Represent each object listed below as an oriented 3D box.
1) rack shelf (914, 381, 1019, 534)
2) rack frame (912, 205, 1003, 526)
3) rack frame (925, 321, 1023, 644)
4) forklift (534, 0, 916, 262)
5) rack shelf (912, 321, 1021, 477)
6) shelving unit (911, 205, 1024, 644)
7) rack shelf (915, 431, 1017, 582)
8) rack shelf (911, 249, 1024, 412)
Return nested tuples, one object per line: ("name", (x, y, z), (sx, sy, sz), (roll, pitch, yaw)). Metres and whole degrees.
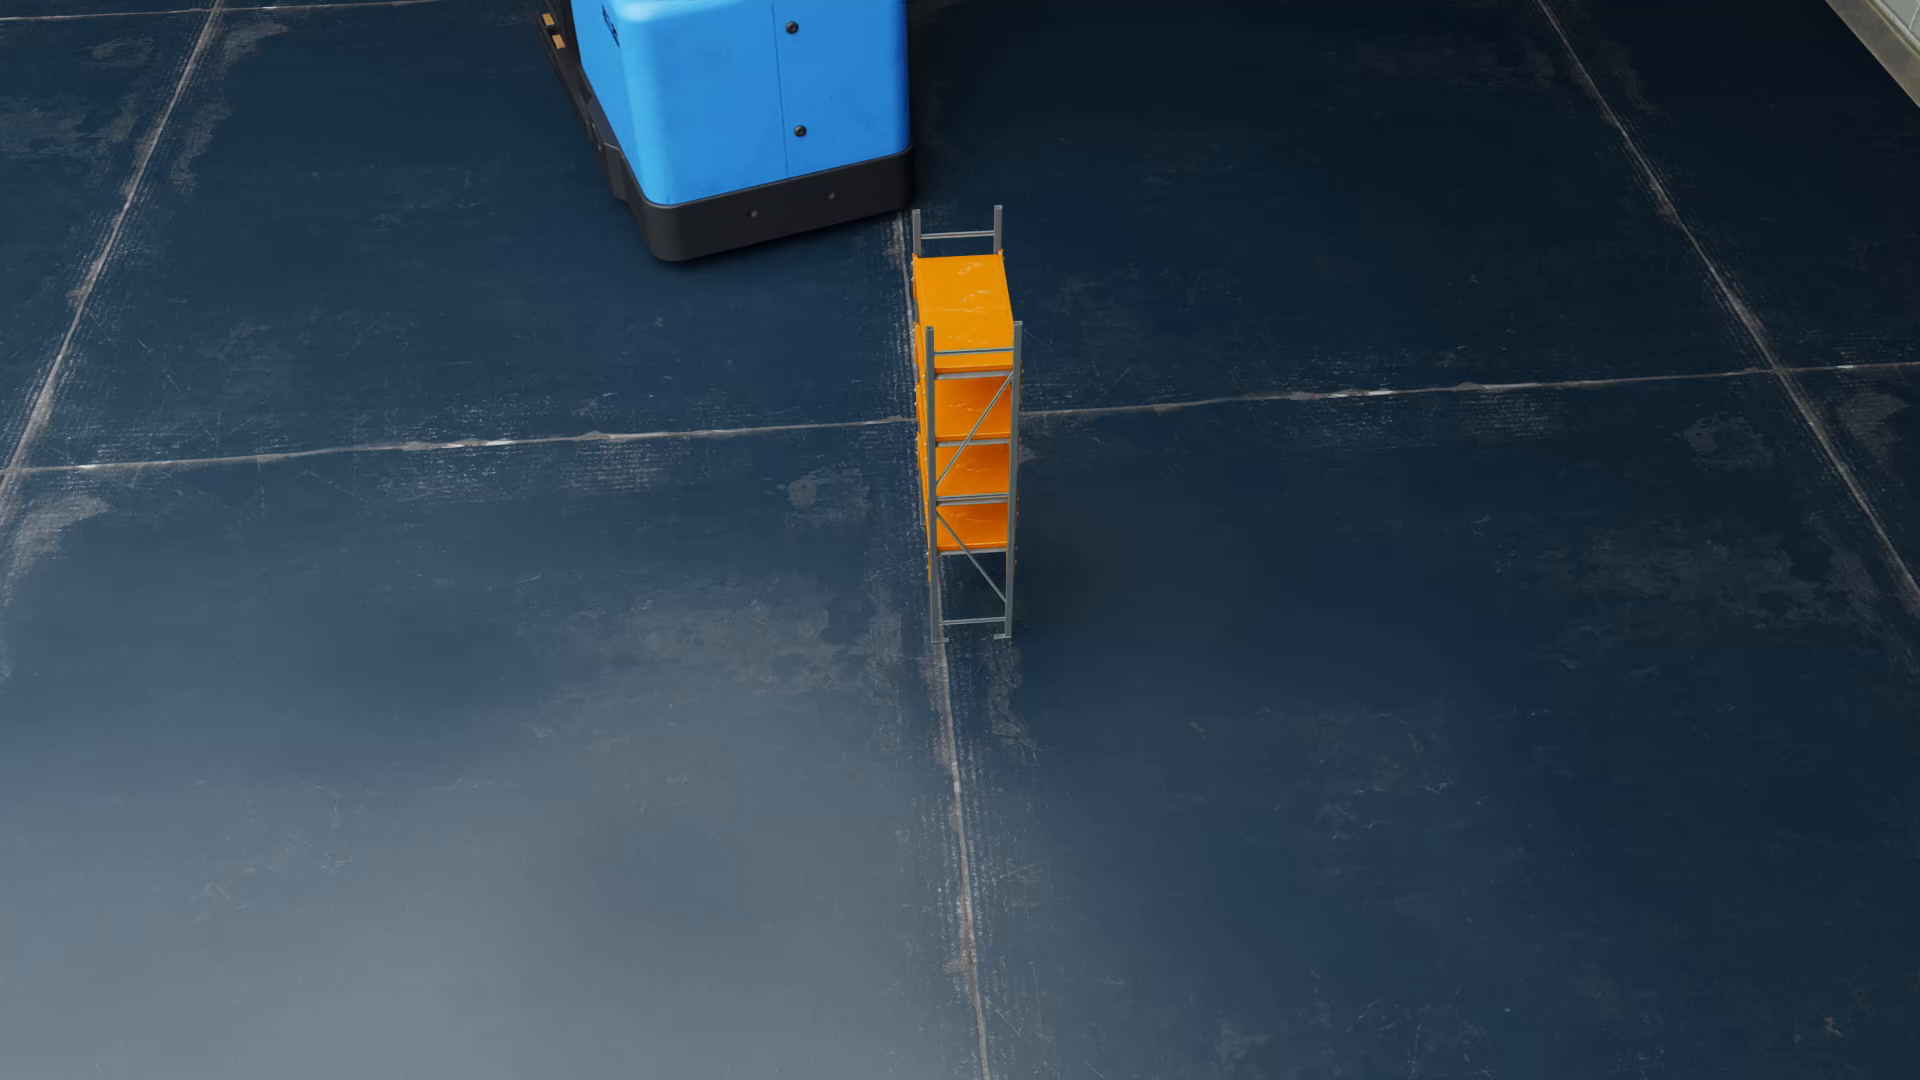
("rack shelf", (0.014, -0.247, 4.750), (0.258, 0.148, 0.480), (-3, 47, -3))
("rack frame", (-0.007, -0.469, 4.868), (0.240, 1.200, 0.015), (-3, 47, -3))
("rack frame", (0.034, -0.116, 4.534), (0.240, 1.200, 0.015), (-3, 47, -3))
("forklift", (-1.200, -3.120, 6.186), (1.130, 2.935, 3.031), (-17, 49, -15))
("rack shelf", (0.014, -0.400, 4.587), (0.258, 0.148, 0.480), (-3, 47, -3))
("shelving unit", (0.014, -0.293, 4.701), (0.258, 1.200, 0.503), (-3, 47, -3))
("rack shelf", (0.014, -0.110, 4.894), (0.258, 0.148, 0.480), (-3, 47, -3))
("rack shelf", (0.014, -0.563, 4.416), (0.258, 0.148, 0.480), (-3, 47, -3))
